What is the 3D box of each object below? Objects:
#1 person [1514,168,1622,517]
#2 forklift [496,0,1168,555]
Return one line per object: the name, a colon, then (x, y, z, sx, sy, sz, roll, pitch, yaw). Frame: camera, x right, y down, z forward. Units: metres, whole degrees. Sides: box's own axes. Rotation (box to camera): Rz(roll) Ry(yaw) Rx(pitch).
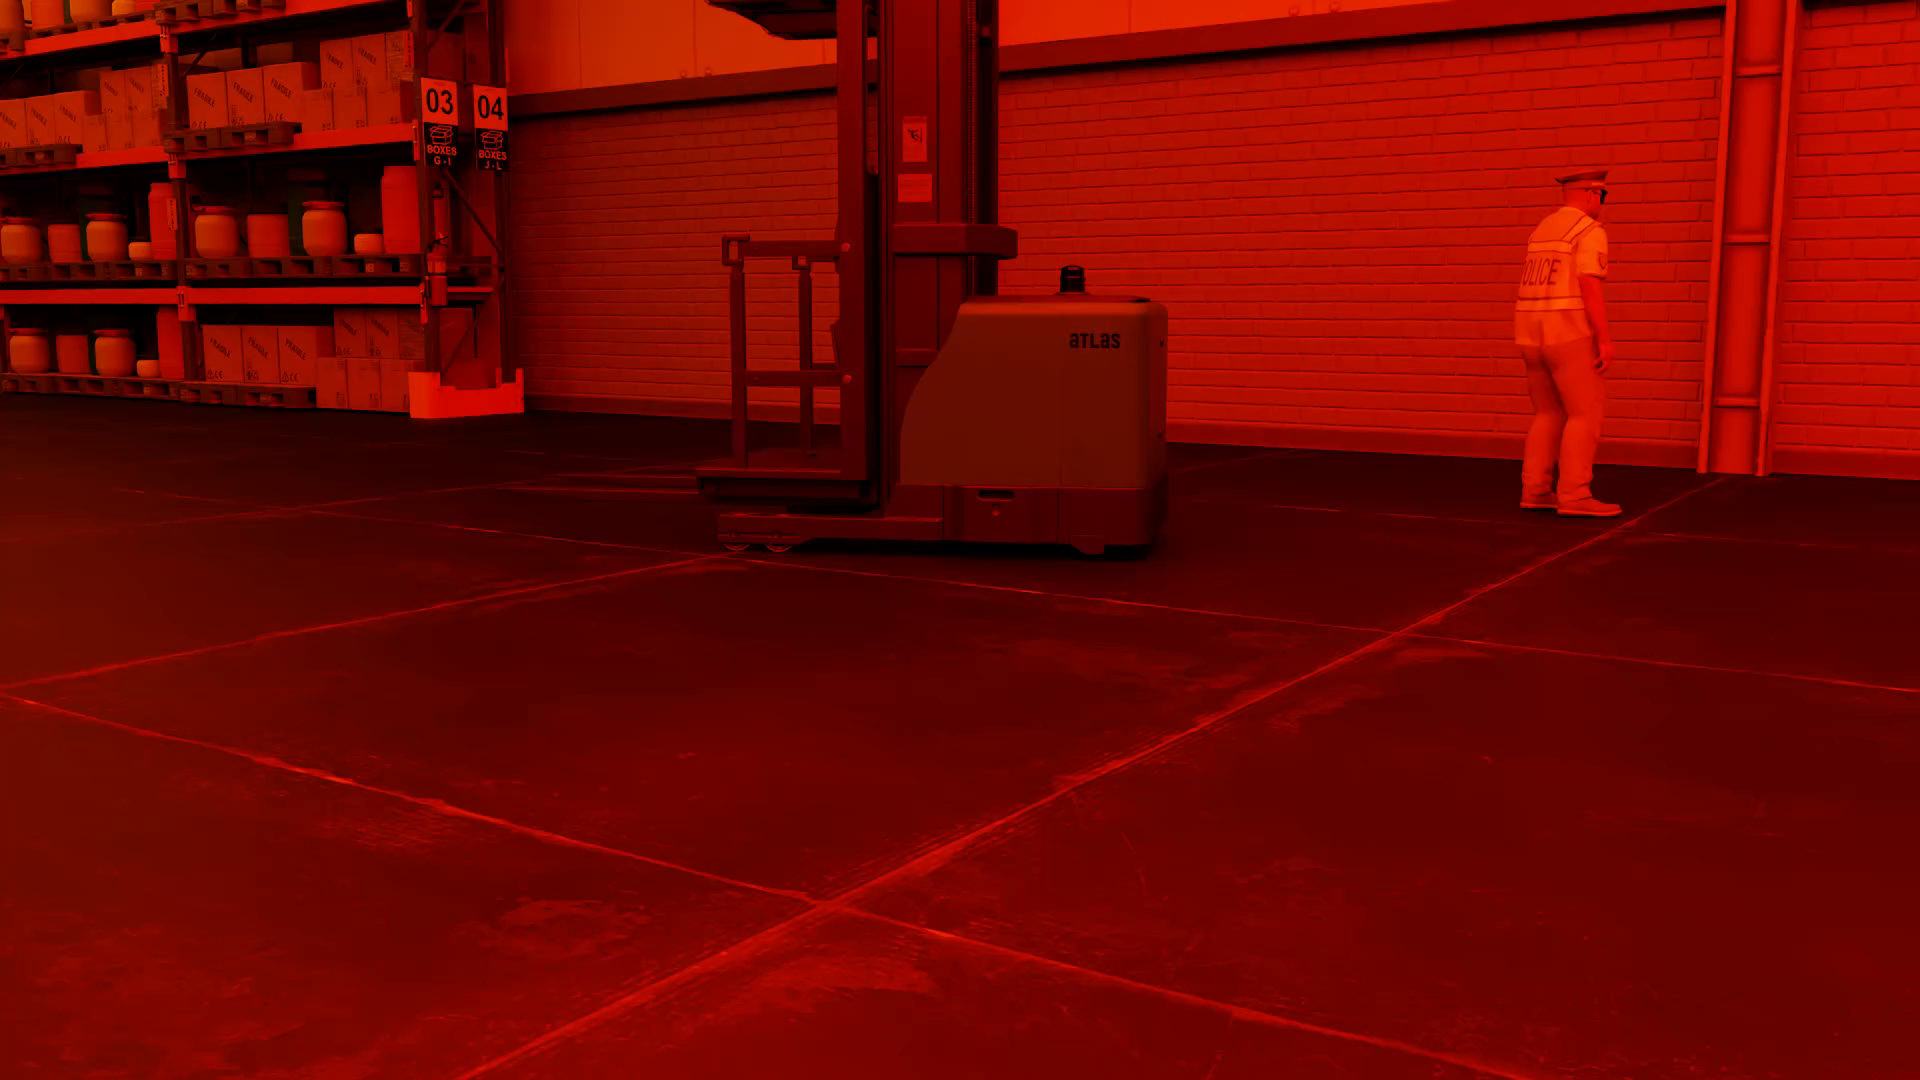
person: (3.084, -1.011, 8.497, 0.434, 1.748, 0.584, -2, 8, -16)
forklift: (-0.596, -1.469, 7.520, 3.031, 2.935, 1.130, 2, 8, 12)
